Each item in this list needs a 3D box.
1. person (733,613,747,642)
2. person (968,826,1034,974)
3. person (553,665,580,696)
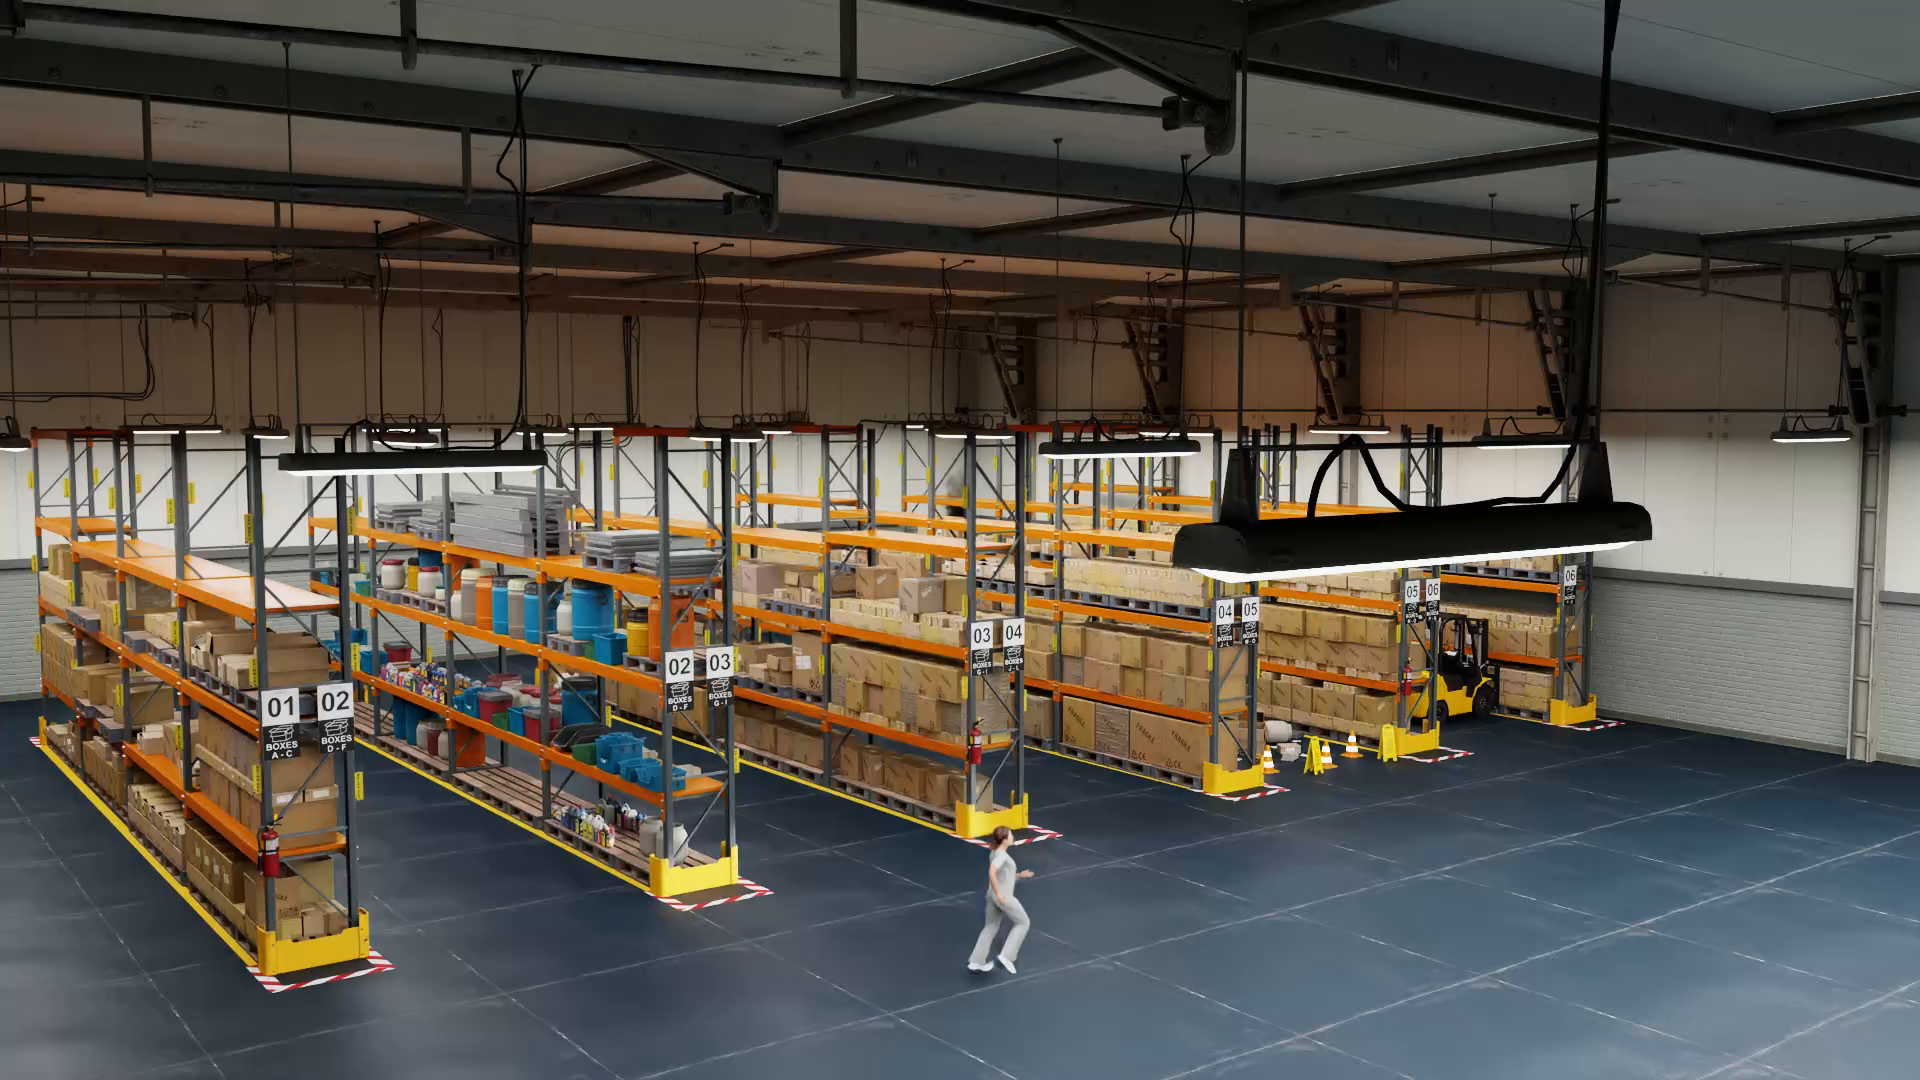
[{"bbox_3d":[-5.556,2.185,41.815,0.610,1.698,0.624,1,5,7],"label":"person"},{"bbox_3d":[0.470,4.035,18.617,0.787,1.687,0.527,-2,5,-20],"label":"person"},{"bbox_3d":[-7.304,3.071,31.202,0.737,1.625,0.616,4,6,43],"label":"person"}]
